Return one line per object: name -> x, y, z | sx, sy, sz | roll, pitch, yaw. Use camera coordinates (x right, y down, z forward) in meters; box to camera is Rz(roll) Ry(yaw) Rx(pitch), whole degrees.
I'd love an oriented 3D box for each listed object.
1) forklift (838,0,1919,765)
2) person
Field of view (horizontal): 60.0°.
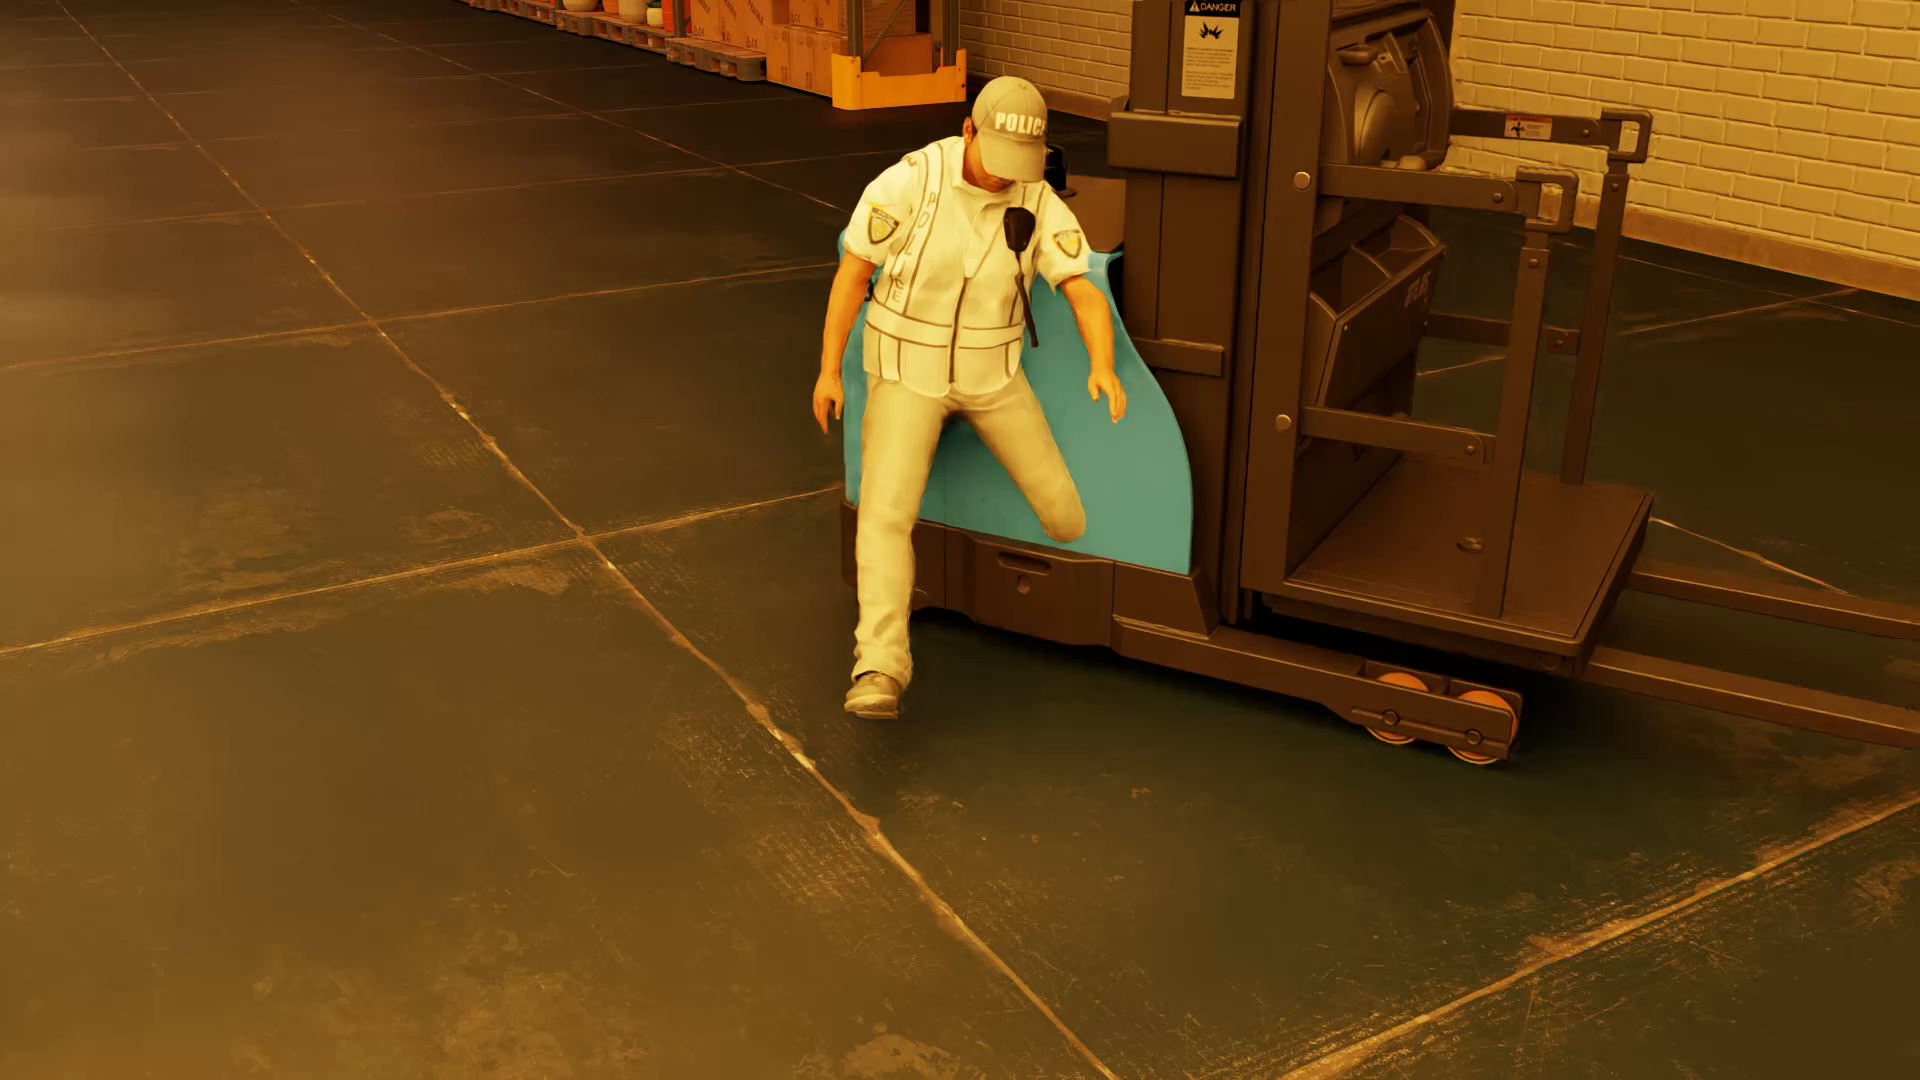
forklift -> 1.207, -1.065, 3.869 | 3.031, 2.935, 1.130 | 12, 25, 27
person -> 0.102, -0.330, 3.984 | 0.909, 1.491, 0.957 | -2, 22, -4
